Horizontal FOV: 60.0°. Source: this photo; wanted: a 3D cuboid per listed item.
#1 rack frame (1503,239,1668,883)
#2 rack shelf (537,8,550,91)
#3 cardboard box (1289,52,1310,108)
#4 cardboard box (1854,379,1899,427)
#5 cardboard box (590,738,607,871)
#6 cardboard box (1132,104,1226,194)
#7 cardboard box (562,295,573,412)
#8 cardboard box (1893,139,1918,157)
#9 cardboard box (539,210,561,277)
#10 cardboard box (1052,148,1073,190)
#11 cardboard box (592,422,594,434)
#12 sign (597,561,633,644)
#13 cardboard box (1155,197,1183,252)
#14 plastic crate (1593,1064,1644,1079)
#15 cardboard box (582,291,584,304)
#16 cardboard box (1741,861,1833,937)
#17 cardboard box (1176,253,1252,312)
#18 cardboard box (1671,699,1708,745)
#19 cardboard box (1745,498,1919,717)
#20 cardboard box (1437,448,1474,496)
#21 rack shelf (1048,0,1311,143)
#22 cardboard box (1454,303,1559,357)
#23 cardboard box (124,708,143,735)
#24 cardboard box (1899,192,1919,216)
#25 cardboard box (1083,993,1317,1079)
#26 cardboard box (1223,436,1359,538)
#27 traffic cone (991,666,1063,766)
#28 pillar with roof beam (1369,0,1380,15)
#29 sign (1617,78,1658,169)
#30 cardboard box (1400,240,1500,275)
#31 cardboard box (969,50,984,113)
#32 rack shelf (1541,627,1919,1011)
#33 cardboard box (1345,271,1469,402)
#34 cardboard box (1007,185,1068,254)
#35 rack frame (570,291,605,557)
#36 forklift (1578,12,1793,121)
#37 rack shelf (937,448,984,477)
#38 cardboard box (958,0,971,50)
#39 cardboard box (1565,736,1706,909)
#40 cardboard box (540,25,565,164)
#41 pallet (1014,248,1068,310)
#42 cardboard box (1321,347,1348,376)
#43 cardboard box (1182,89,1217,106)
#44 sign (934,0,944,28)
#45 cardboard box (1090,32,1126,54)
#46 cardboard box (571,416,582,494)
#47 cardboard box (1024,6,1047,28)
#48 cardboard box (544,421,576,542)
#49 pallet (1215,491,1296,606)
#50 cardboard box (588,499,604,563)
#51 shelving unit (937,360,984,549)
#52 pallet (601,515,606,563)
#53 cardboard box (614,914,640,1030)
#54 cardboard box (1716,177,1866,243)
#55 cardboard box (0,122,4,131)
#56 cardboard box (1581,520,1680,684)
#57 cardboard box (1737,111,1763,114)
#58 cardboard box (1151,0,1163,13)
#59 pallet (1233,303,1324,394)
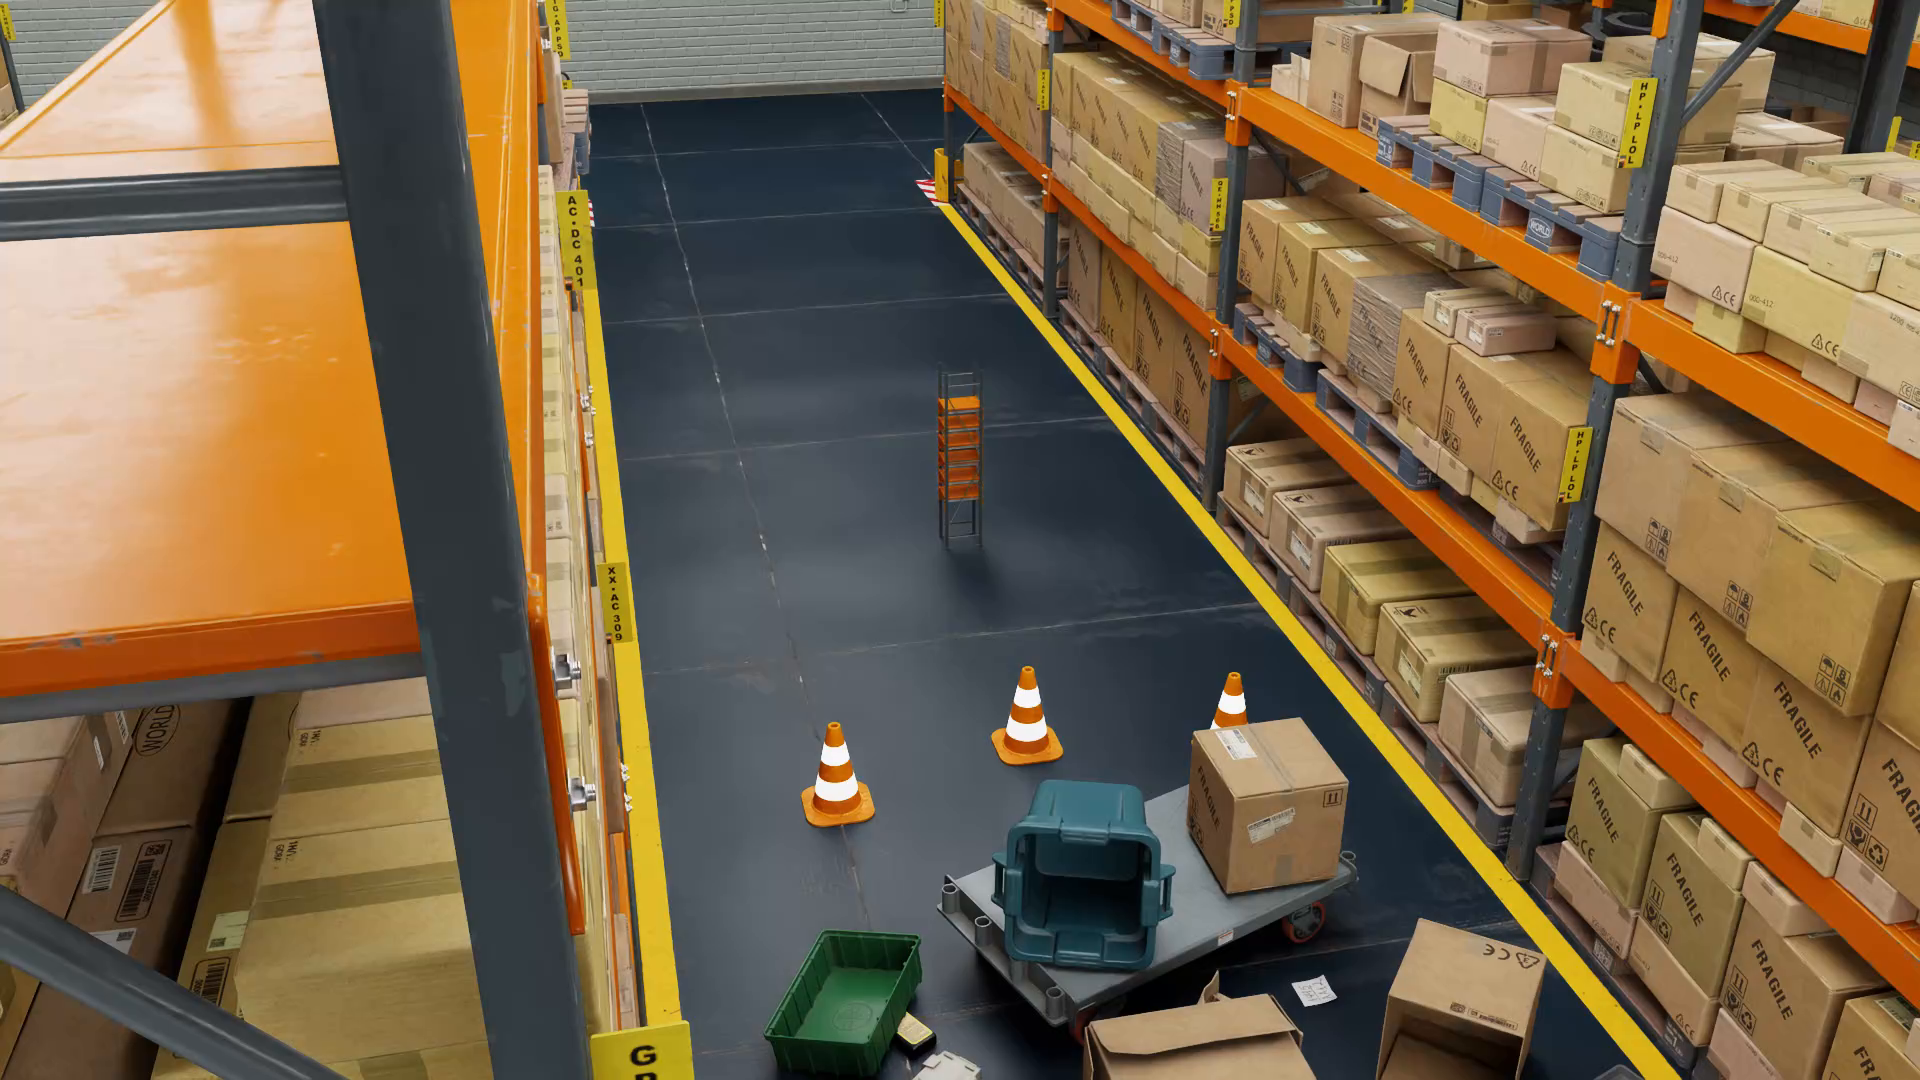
[{"bbox_3d":[3.031,0.157,7.109,1.000,3.000,0.127,-6,27,-12],"label":"rack frame"},{"bbox_3d":[-2.220,-2.352,6.665,1.077,0.370,4.000,-6,27,-12],"label":"rack shelf"},{"bbox_3d":[2.092,-2.610,9.412,0.396,0.266,0.258,-6,27,-12],"label":"cardboard box"},{"bbox_3d":[3.097,-0.457,5.277,0.380,0.149,0.250,-7,28,-13],"label":"cardboard box"},{"bbox_3d":[-0.804,0.485,2.832,0.380,0.149,0.250,-6,27,-11],"label":"cardboard box"},{"bbox_3d":[1.529,-2.733,11.615,0.500,0.500,0.500,-6,27,-12],"label":"cardboard box"},{"bbox_3d":[-1.294,-0.521,4.383,0.500,0.250,0.500,-6,27,-12],"label":"cardboard box"},{"bbox_3d":[7.001,-2.578,11.952,0.500,0.500,0.500,-5,27,-9],"label":"cardboard box"},{"bbox_3d":[-1.263,-0.761,4.417,0.380,0.149,0.250,-6,27,-12],"label":"cardboard box"},{"bbox_3d":[1.070,-3.068,13.665,0.500,0.250,0.500,-7,28,-13],"label":"cardboard box"},{"bbox_3d":[-2.698,-0.680,11.076,0.500,0.500,0.500,-6,27,-11],"label":"cardboard box"},{"bbox_3d":[-1.229,0.226,5.925,0.100,0.325,0.005,-6,27,-12],"label":"sign"},{"bbox_3d":[1.653,-2.166,11.325,0.500,0.250,0.500,-7,28,-13],"label":"cardboard box"},{"bbox_3d":[2.586,2.233,6.237,0.402,0.080,0.583,-16,31,-29],"label":"plastic crate"},{"bbox_3d":[-3.401,-2.032,14.144,0.380,0.149,0.250,-5,27,-10],"label":"cardboard box"},{"bbox_3d":[3.051,1.264,5.950,0.380,0.149,0.250,-4,27,-9],"label":"cardboard box"},{"bbox_3d":[1.762,-1.727,11.010,0.500,0.250,0.500,-7,28,-13],"label":"cardboard box"},{"bbox_3d":[2.986,0.660,6.393,0.380,0.149,0.250,-6,27,-12],"label":"cardboard box"},{"bbox_3d":[3.099,0.198,5.477,0.700,0.500,0.500,-7,28,-13],"label":"cardboard box"},{"bbox_3d":[2.510,-0.343,7.913,0.380,0.149,0.250,-6,27,-12],"label":"cardboard box"},{"bbox_3d":[1.679,-3.495,11.814,1.077,0.370,4.000,-6,27,-12],"label":"rack shelf"},{"bbox_3d":[2.539,-0.978,7.732,0.380,0.149,0.250,-7,28,-13],"label":"cardboard box"},{"bbox_3d":[-1.447,0.196,2.520,0.380,0.149,0.250,-5,27,-11],"label":"cardboard box"},{"bbox_3d":[3.420,-1.079,5.623,0.380,0.149,0.250,-5,27,-10],"label":"cardboard box"},{"bbox_3d":[0.851,2.044,5.992,0.797,0.637,0.503,-6,27,-12],"label":"cardboard box"},{"bbox_3d":[2.247,-0.364,10.592,0.950,0.372,0.625,-8,28,-15],"label":"cardboard box"},{"bbox_3d":[0.348,0.862,8.529,0.336,0.463,0.334,-6,27,-12],"label":"traffic cone"},{"bbox_3d":[1.238,-9.132,18.857,9.100,9.000,0.400,-6,27,-12],"label":"pillar with roof beam"},{"bbox_3d":[2.491,-1.530,6.113,0.100,0.325,0.005,-6,27,-12],"label":"sign"},{"bbox_3d":[2.745,-1.345,9.178,0.500,0.500,0.500,-8,28,-15],"label":"cardboard box"},{"bbox_3d":[0.393,-4.471,16.168,0.500,0.500,0.500,-6,27,-12],"label":"cardboard box"},{"bbox_3d":[3.481,1.357,5.532,1.077,0.370,4.000,-6,27,-12],"label":"rack shelf"},{"bbox_3d":[2.361,-1.062,8.617,0.500,0.500,0.500,-7,28,-14],"label":"cardboard box"},{"bbox_3d":[0.989,-3.078,15.896,0.875,0.438,0.875,-7,28,-13],"label":"cardboard box"},{"bbox_3d":[-2.671,-1.052,9.504,1.000,3.000,0.127,-6,27,-12],"label":"rack frame"},{"bbox_3d":[4.994,-2.135,11.727,3.031,2.935,1.130,3,27,5],"label":"forklift"},{"bbox_3d":[0.003,-0.490,10.487,0.258,0.103,0.180,-6,27,-12],"label":"rack shelf"},{"bbox_3d":[0.280,-5.136,16.376,0.500,0.500,0.500,-7,28,-13],"label":"cardboard box"},{"bbox_3d":[2.901,1.149,6.898,0.500,0.500,0.500,-5,27,-9],"label":"cardboard box"},{"bbox_3d":[-2.006,-1.933,7.233,0.500,0.500,0.500,-6,27,-12],"label":"cardboard box"},{"bbox_3d":[1.133,-2.451,15.373,1.003,0.211,1.213,-6,27,-12],"label":"pallet"},{"bbox_3d":[2.241,-1.039,9.293,0.380,0.149,0.250,-4,27,-9],"label":"cardboard box"},{"bbox_3d":[1.923,-2.998,12.141,0.500,0.500,0.500,-6,27,-11],"label":"cardboard box"},{"bbox_3d":[-0.216,-5.479,17.227,0.100,0.325,0.005,-6,27,-12],"label":"sign"},{"bbox_3d":[1.356,-4.079,14.282,0.500,0.500,0.500,-6,27,-11],"label":"cardboard box"},{"bbox_3d":[-1.147,-0.181,4.153,0.380,0.149,0.250,-6,27,-11],"label":"cardboard box"},{"bbox_3d":[0.773,-4.585,14.564,0.380,0.149,0.250,-6,27,-12],"label":"cardboard box"},{"bbox_3d":[-0.918,-0.092,3.090,0.380,0.149,0.250,-6,27,-12],"label":"cardboard box"},{"bbox_3d":[2.304,-0.011,10.537,1.003,0.211,1.213,-6,27,-12],"label":"pallet"},{"bbox_3d":[-1.740,0.180,6.953,0.500,0.500,0.500,-6,27,-11],"label":"cardboard box"},{"bbox_3d":[0.003,-0.529,10.467,0.258,1.200,0.189,-6,27,-12],"label":"shelving unit"},{"bbox_3d":[-2.845,-0.150,10.813,1.003,0.211,1.213,-6,27,-12],"label":"pallet"},{"bbox_3d":[-1.121,1.253,3.574,0.875,0.550,0.550,-6,27,-12],"label":"cardboard box"},{"bbox_3d":[2.871,-1.143,5.750,0.380,0.149,0.250,-5,27,-10],"label":"cardboard box"},{"bbox_3d":[-8.812,-3.644,14.920,0.380,0.149,0.250,-6,27,-11],"label":"cardboard box"},{"bbox_3d":[2.858,0.201,6.581,0.500,0.500,0.500,-6,27,-12],"label":"cardboard box"},{"bbox_3d":[3.174,-1.822,7.402,0.500,0.250,0.500,-6,27,-12],"label":"cardboard box"},{"bbox_3d":[1.478,-3.634,10.975,0.396,0.266,0.258,-7,28,-13],"label":"cardboard box"},{"bbox_3d":[2.394,-1.211,10.033,1.213,0.211,1.003,-6,27,-12],"label":"pallet"}]
